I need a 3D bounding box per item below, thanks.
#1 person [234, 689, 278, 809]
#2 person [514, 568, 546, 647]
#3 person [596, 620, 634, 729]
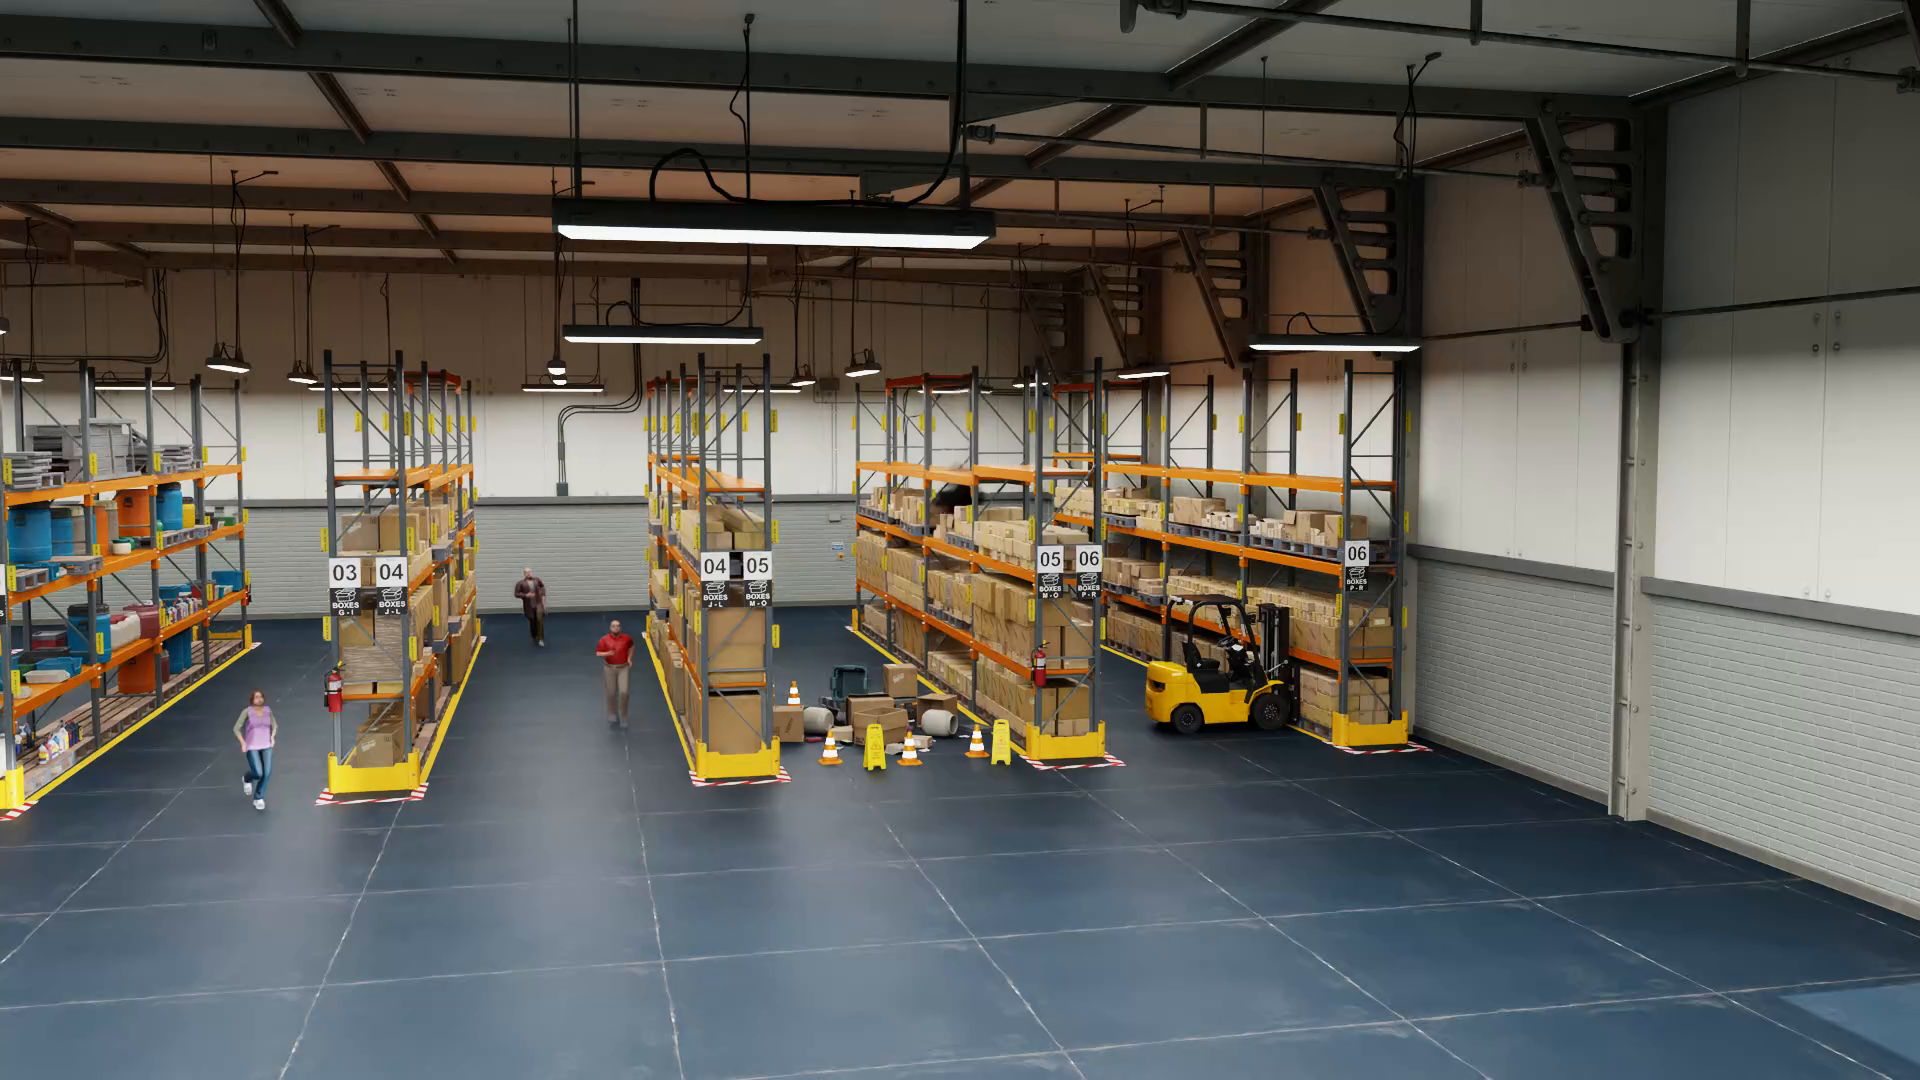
[{"bbox_3d":[-9.189,2.725,21.758,0.537,1.558,0.543,-4,5,-42],"label":"person"},{"bbox_3d":[-9.670,1.495,37.464,0.716,1.745,1.077,-2,4,-22],"label":"person"},{"bbox_3d":[-5.711,2.219,27.630,0.642,1.784,0.762,-1,4,-16],"label":"person"}]
